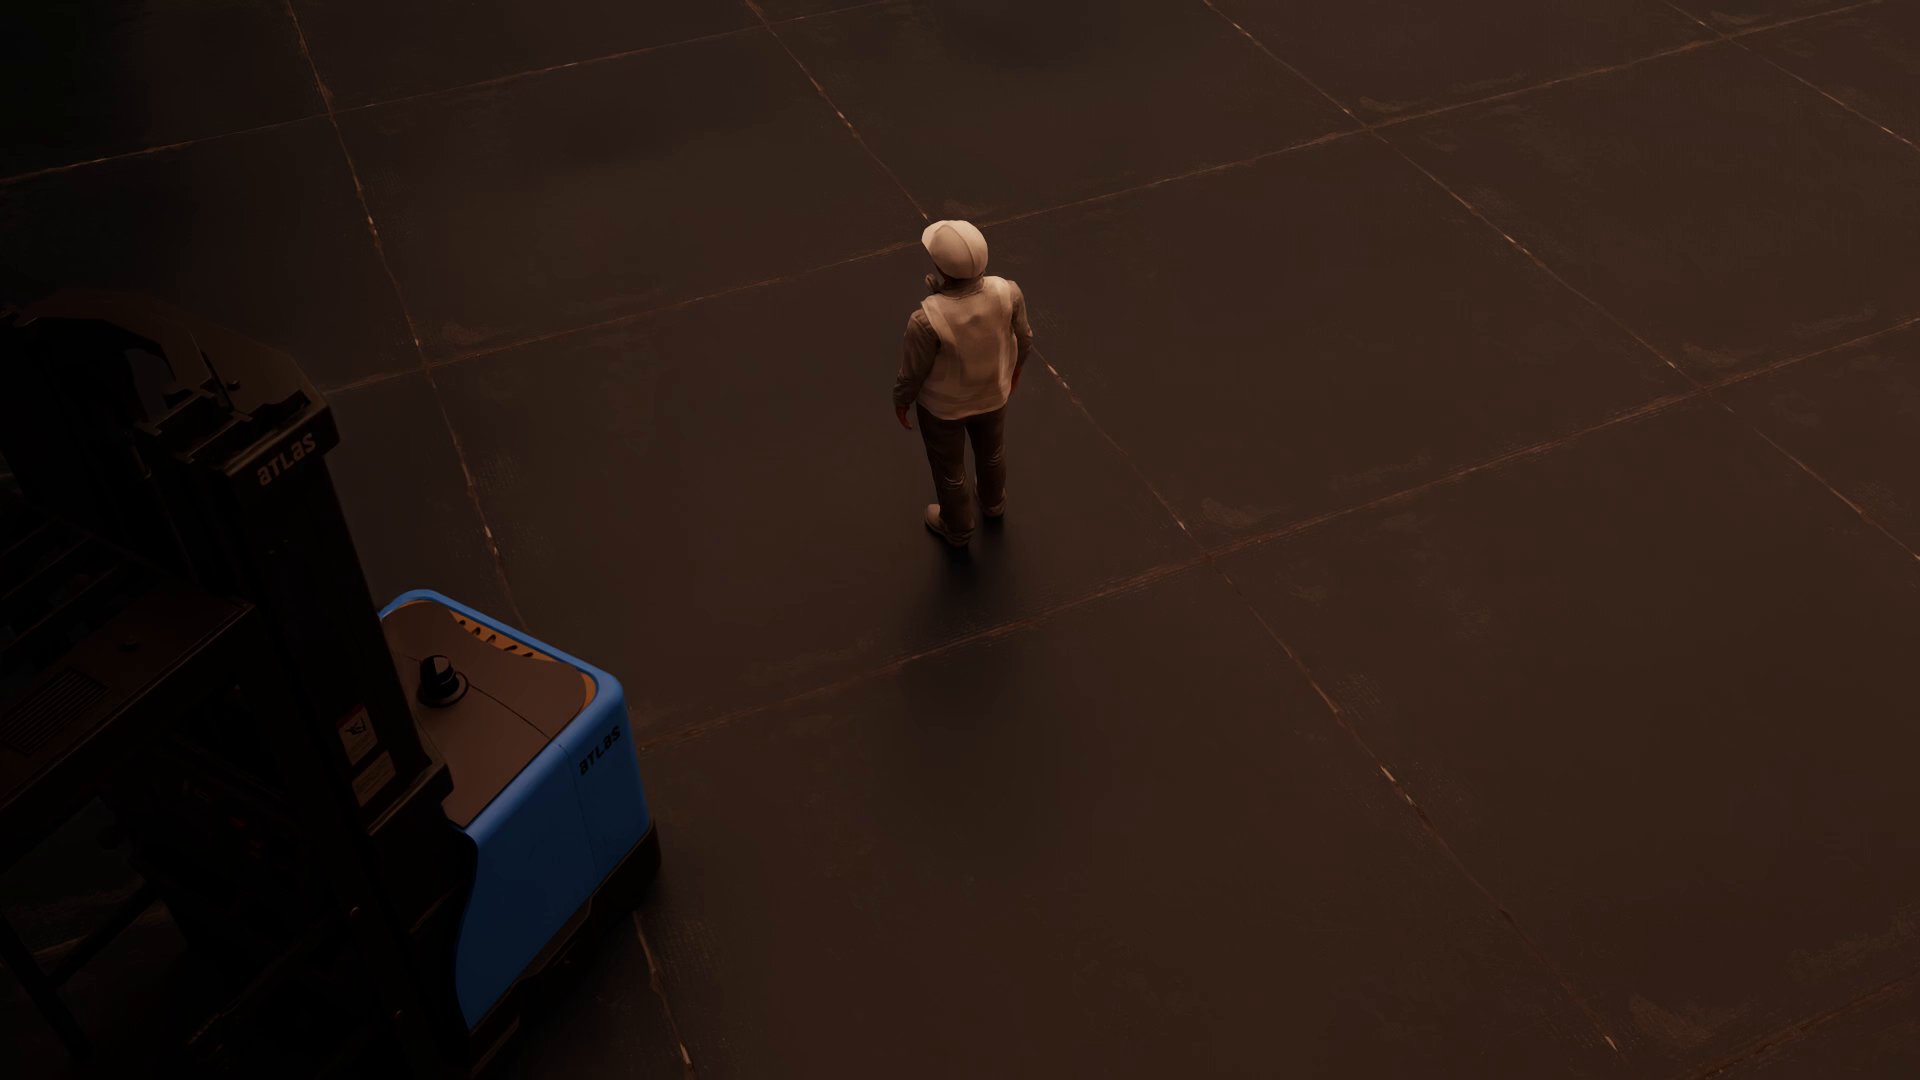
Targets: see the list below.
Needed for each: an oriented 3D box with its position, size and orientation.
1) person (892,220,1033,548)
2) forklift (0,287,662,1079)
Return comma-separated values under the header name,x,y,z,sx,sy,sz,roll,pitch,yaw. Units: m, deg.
name,x,y,z,sx,sy,sz,roll,pitch,yaw
person,-0.019,-0.695,7.261,0.632,1.773,0.568,-18,46,-18
forklift,-2.322,0.903,4.712,1.130,2.935,3.031,22,47,22
